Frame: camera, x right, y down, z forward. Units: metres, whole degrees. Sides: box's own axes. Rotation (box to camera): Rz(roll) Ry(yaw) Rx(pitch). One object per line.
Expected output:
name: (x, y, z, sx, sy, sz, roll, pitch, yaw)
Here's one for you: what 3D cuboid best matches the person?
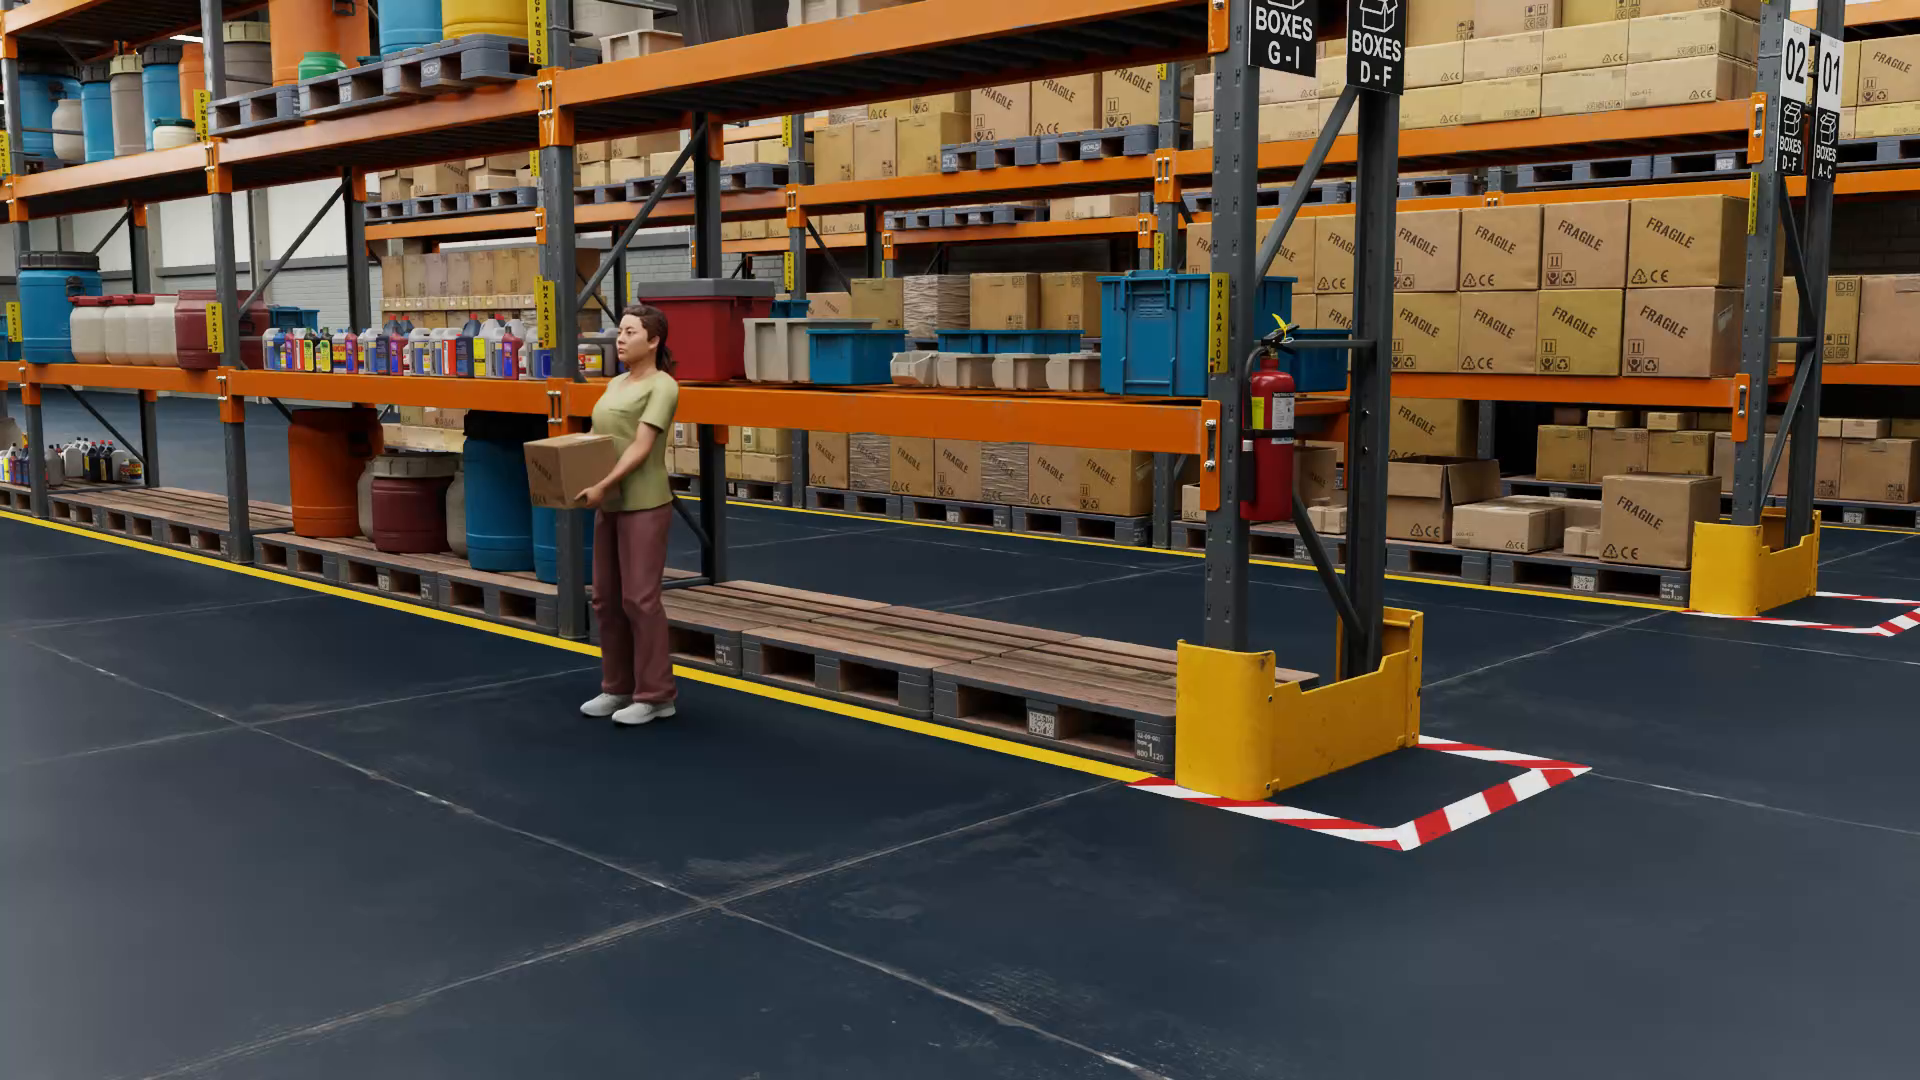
person: (-1.366, -0.095, 6.641, 0.425, 1.649, 0.559, 7, 10, 44)
